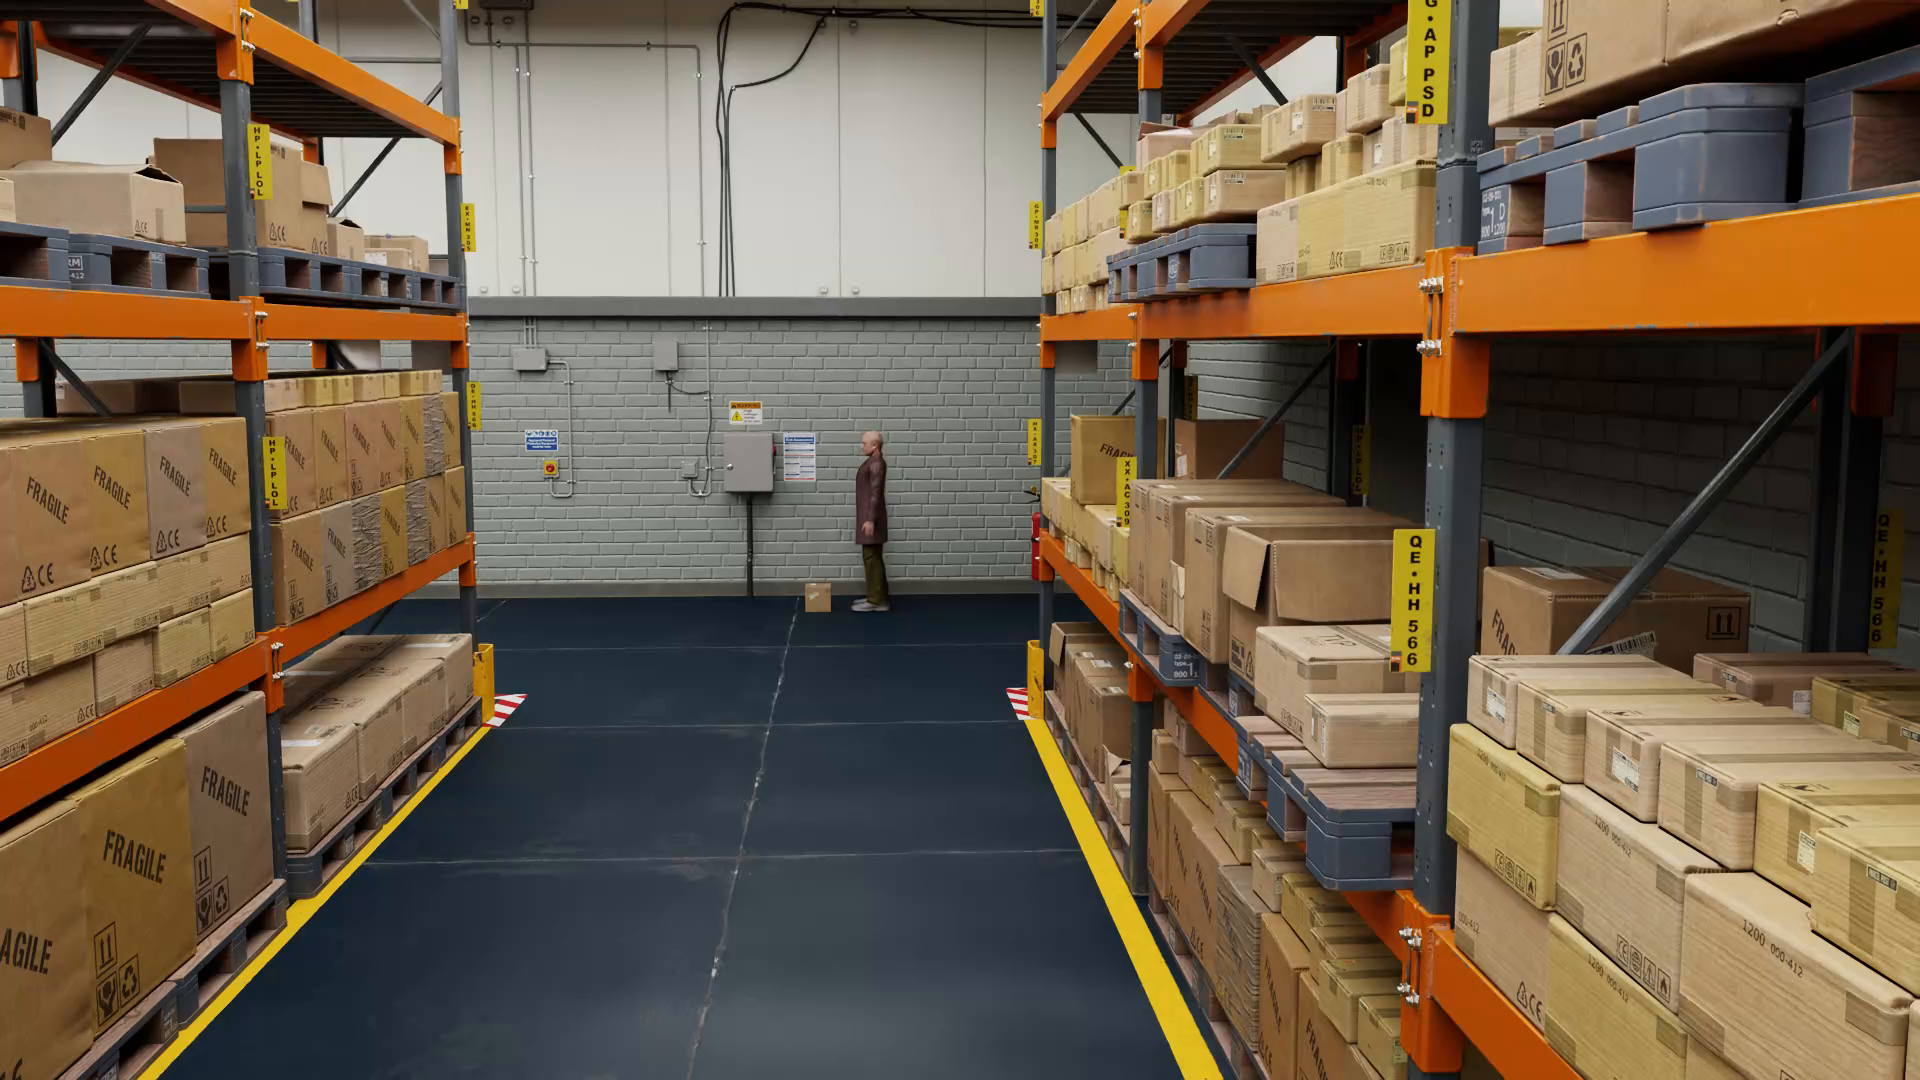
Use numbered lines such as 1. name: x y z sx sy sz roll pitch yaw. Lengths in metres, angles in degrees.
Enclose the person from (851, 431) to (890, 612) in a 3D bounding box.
1. person: -0.884 -0.189 16.405 0.385 1.778 0.564 0 7 -3
